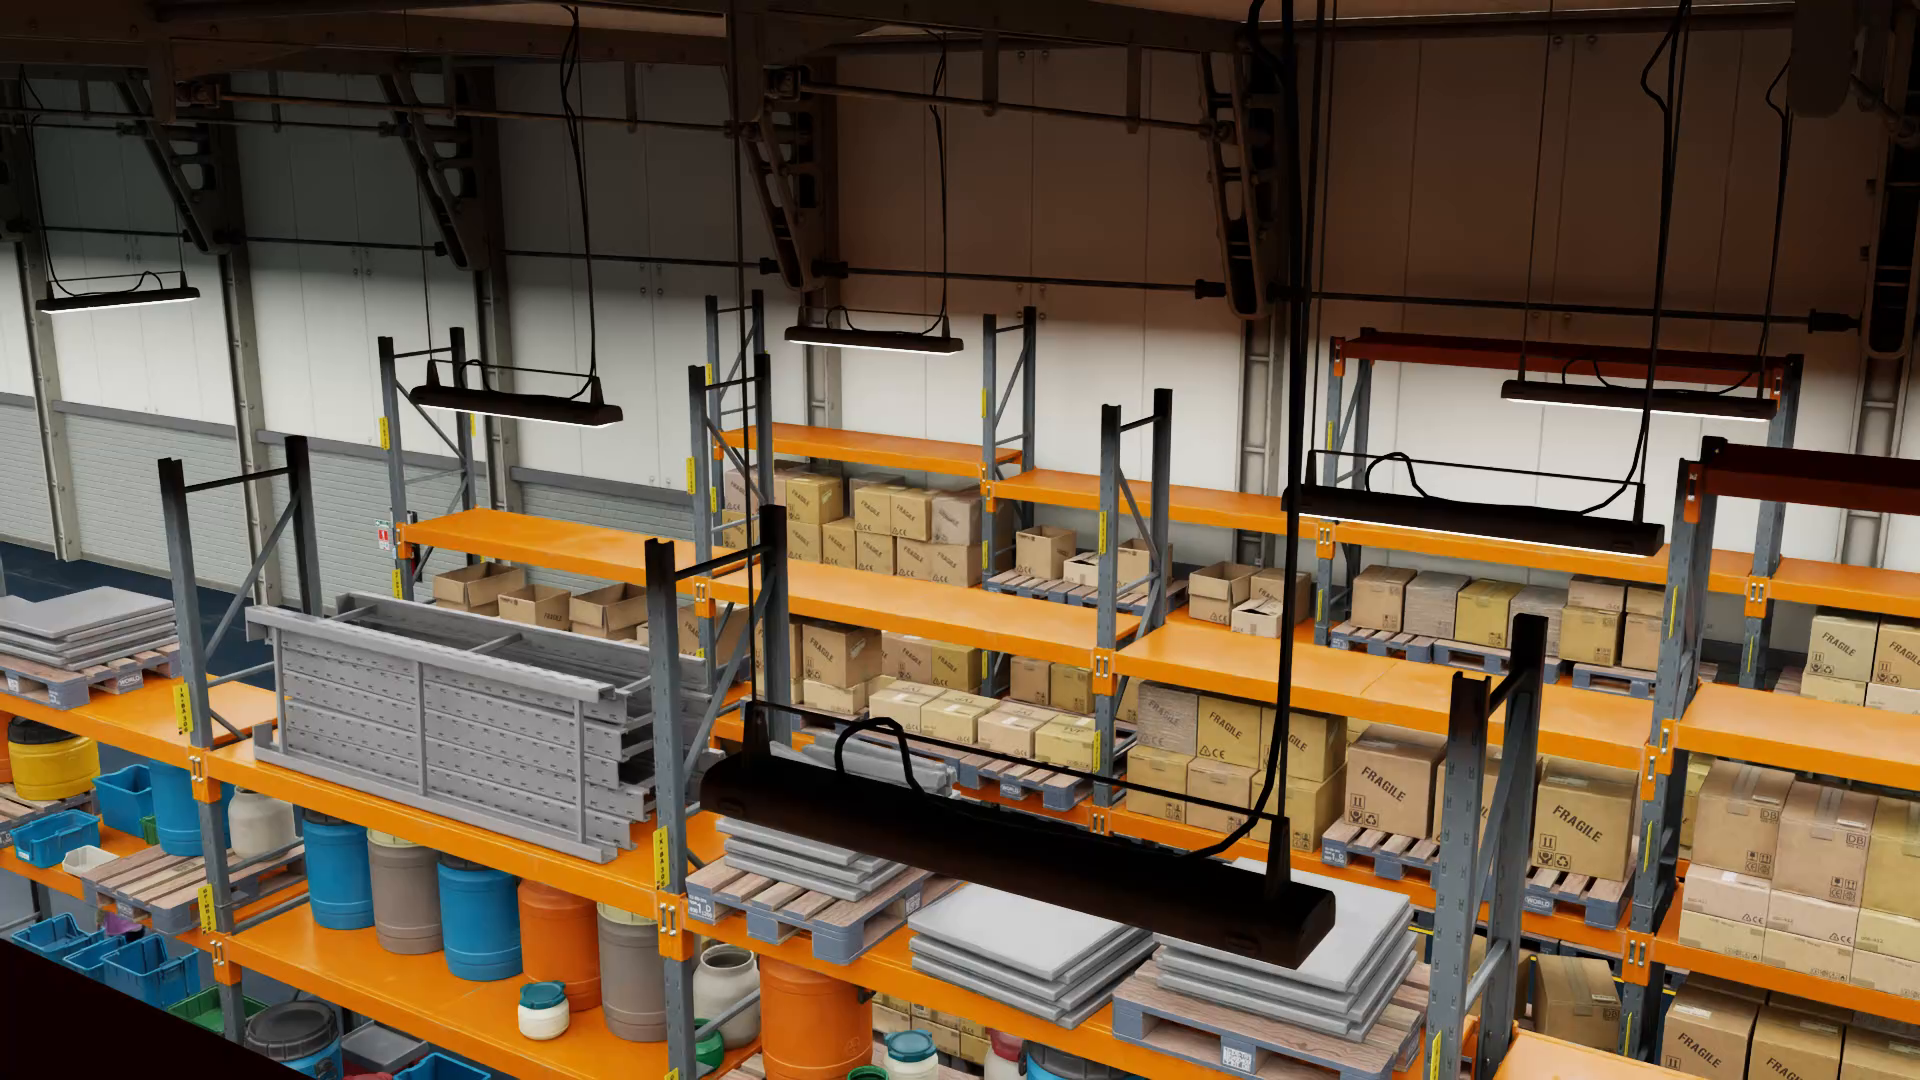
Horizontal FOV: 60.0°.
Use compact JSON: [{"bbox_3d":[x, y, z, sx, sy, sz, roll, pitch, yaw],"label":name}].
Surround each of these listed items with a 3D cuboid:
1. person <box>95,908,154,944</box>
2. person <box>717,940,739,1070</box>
[{"bbox_3d":[-7.739,3.610,15.404,0.509,1.627,0.476,11,18,38],"label":"person"},{"bbox_3d":[-1.915,3.987,13.796,0.864,1.586,0.499,7,16,27],"label":"person"}]
